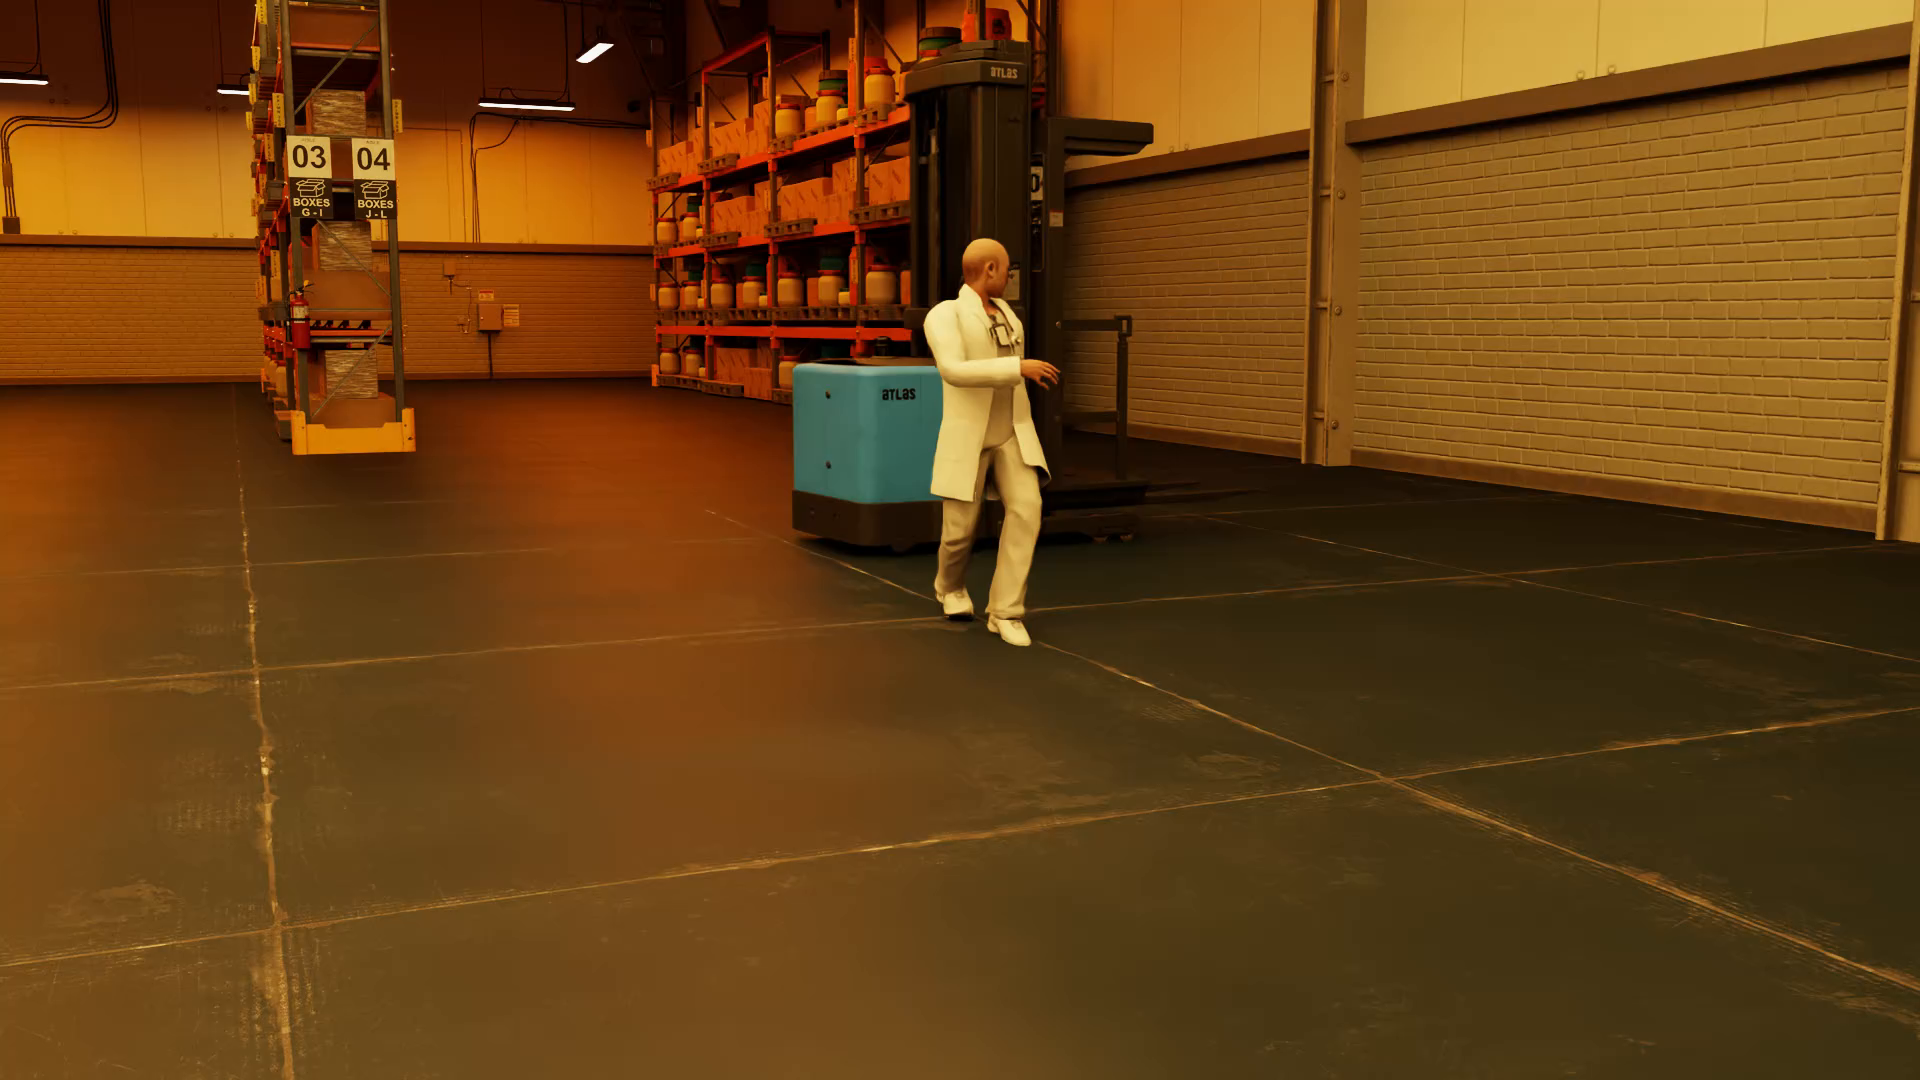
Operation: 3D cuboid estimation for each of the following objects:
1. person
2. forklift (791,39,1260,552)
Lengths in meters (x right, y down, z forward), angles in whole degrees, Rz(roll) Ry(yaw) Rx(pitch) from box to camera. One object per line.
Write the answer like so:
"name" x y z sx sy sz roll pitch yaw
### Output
"person" 0.124 -0.445 7.217 0.607 1.706 1.007 -3 8 -24
"forklift" 0.505 -1.500 10.317 3.031 2.935 1.130 -4 9 -30
